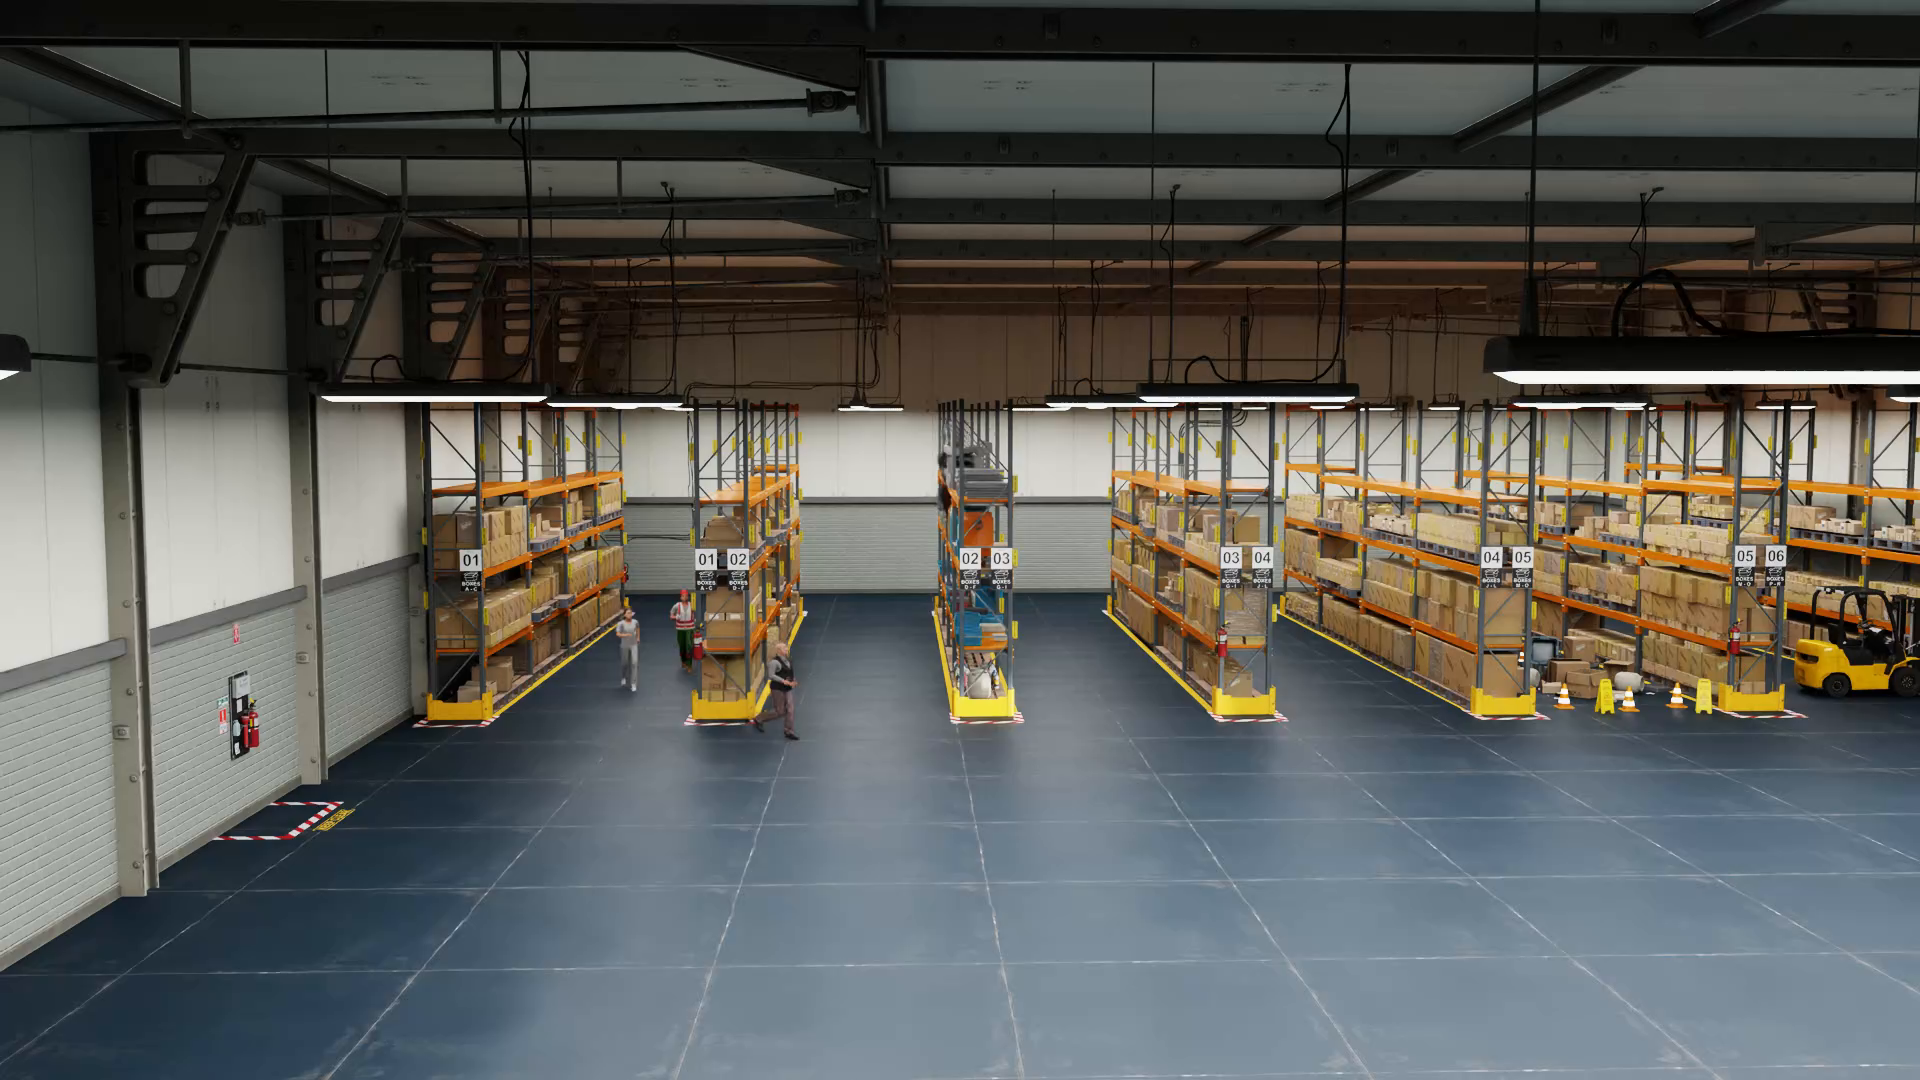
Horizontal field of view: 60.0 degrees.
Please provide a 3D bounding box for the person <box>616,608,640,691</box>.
[{"bbox_3d":[-6.895,2.242,34.564,0.543,1.697,0.909,-2,5,-23],"label":"person"}]

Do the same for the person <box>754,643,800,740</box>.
[{"bbox_3d":[-3.188,2.657,29.314,0.847,1.722,0.670,2,5,26],"label":"person"}]

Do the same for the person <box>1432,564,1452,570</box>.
[{"bbox_3d":[14.291,1.155,49.271,0.656,1.697,0.618,1,4,9],"label":"person"}]

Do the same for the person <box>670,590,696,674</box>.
[{"bbox_3d":[-6.100,2.011,36.877,0.642,1.829,0.850,-1,4,-9],"label":"person"}]

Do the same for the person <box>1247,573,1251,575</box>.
[{"bbox_3d":[8.193,1.244,48.343,0.554,1.695,0.802,1,4,13],"label":"person"}]
